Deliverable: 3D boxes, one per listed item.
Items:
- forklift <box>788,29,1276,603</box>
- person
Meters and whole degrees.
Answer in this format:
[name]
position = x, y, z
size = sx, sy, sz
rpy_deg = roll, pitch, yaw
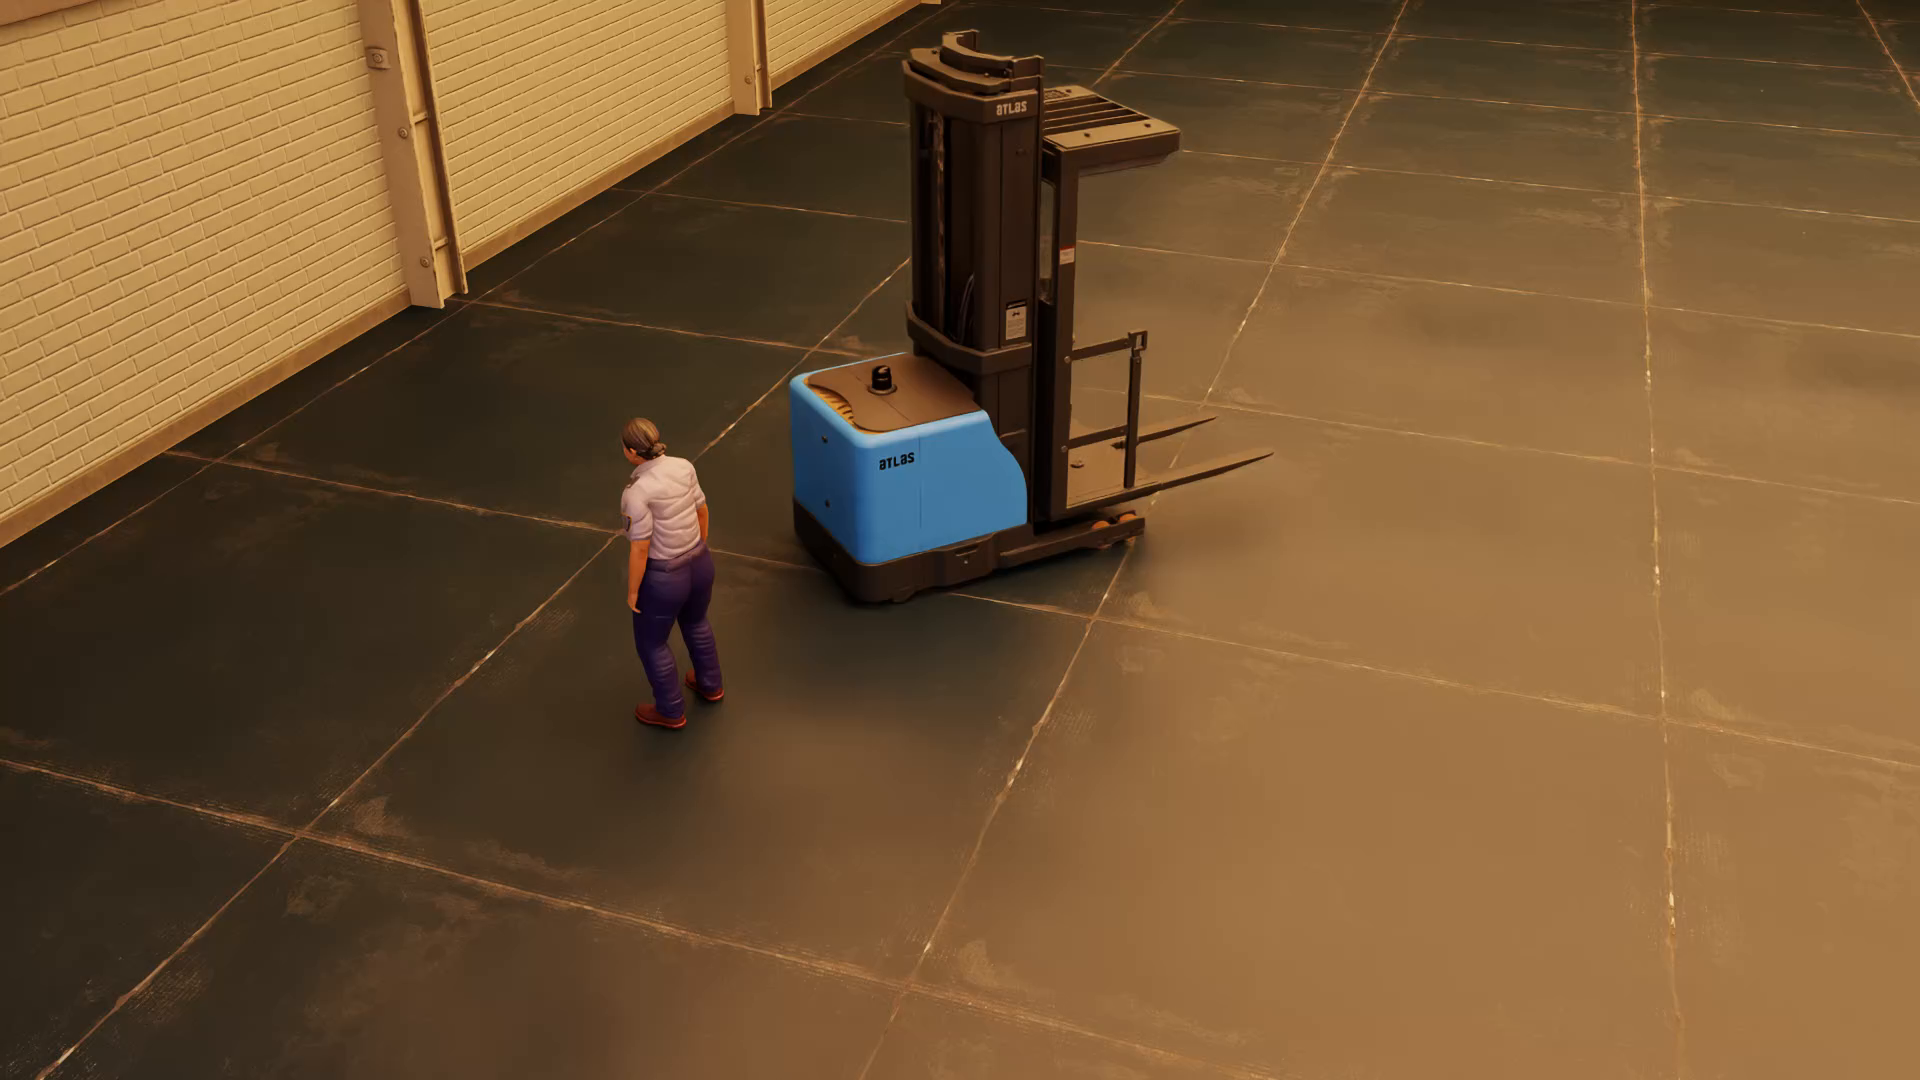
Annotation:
[forklift]
position = 0.537, -1.431, 9.646
size = 3.031, 2.935, 1.130
rpy_deg = -15, 33, -25
[person]
position = -1.422, 0.157, 8.157
size = 0.369, 1.650, 0.555
rpy_deg = 19, 35, 30
